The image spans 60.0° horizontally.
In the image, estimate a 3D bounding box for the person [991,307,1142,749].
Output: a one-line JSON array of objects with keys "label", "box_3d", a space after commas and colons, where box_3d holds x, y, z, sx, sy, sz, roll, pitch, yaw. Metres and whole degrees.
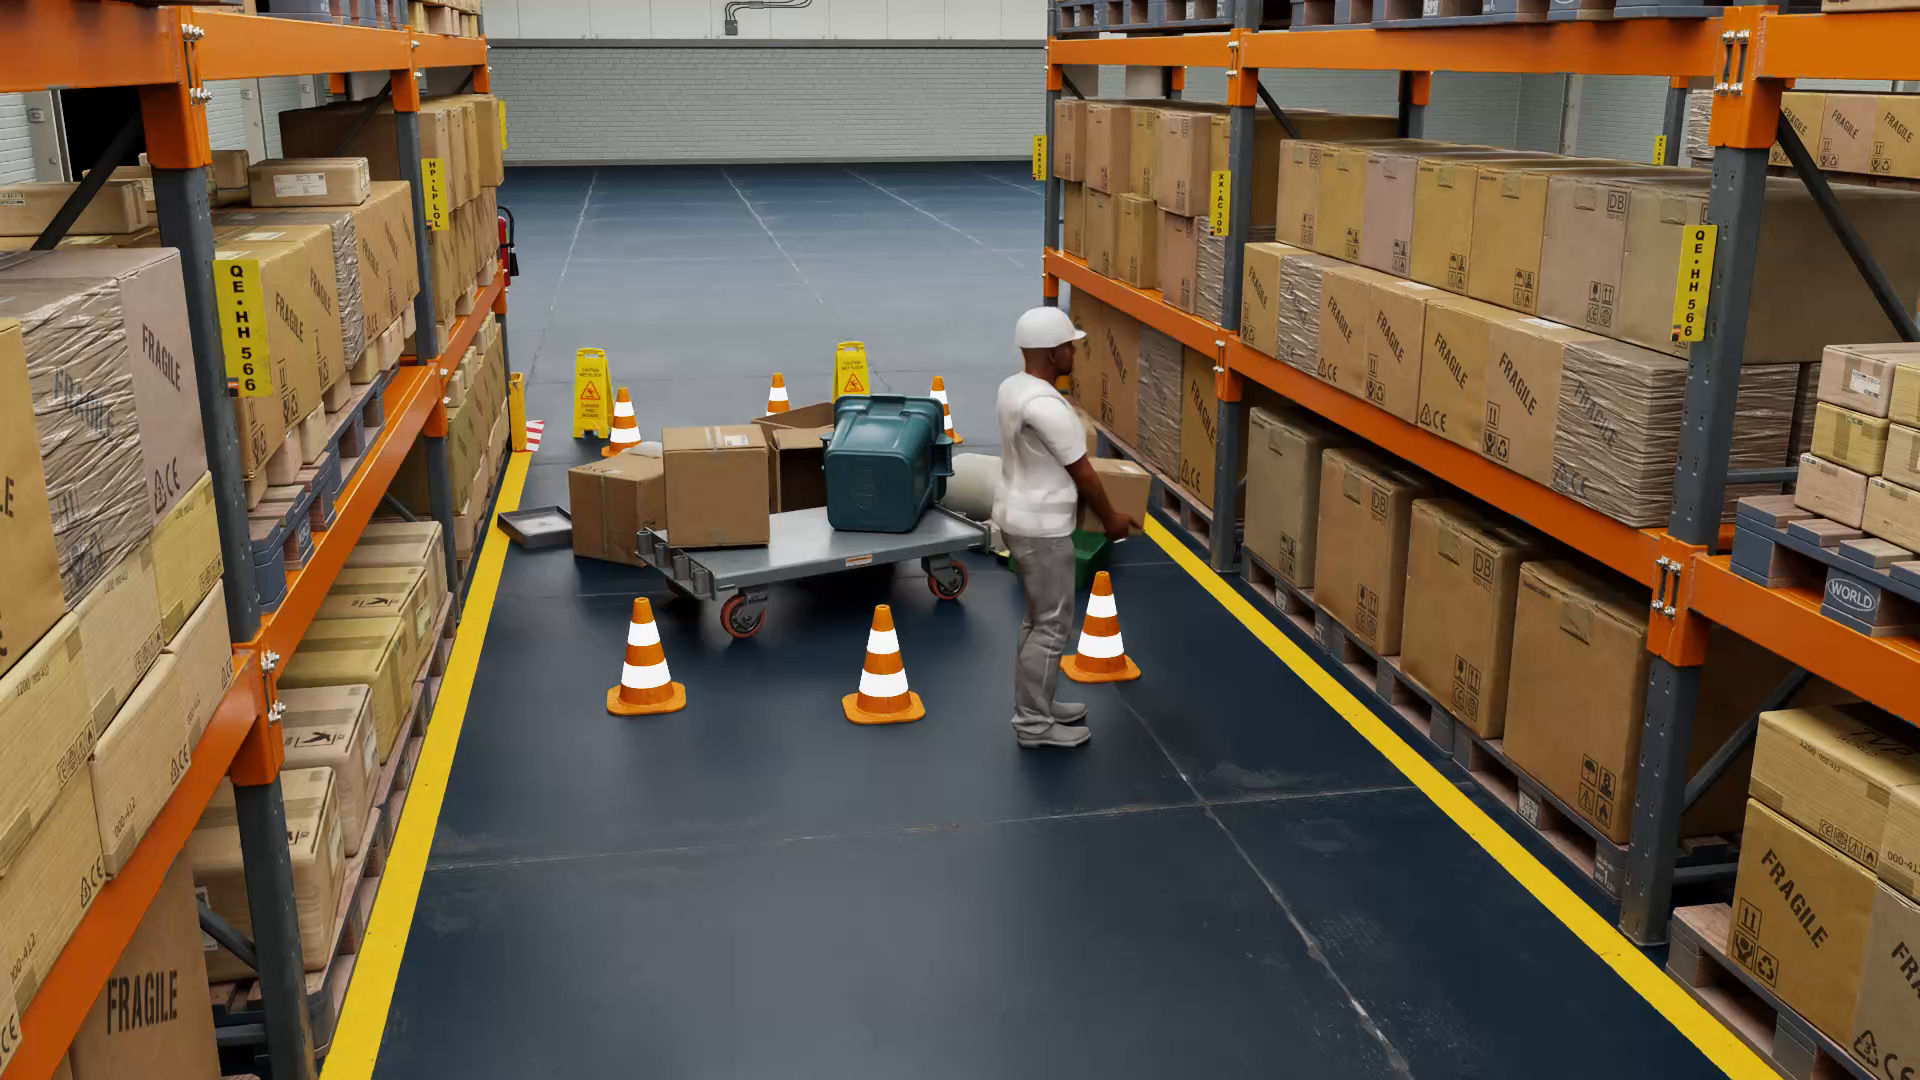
[{"label": "person", "box_3d": [0.417, -0.059, 6.699, 0.563, 1.763, 0.505, -3, 17, -11]}]
